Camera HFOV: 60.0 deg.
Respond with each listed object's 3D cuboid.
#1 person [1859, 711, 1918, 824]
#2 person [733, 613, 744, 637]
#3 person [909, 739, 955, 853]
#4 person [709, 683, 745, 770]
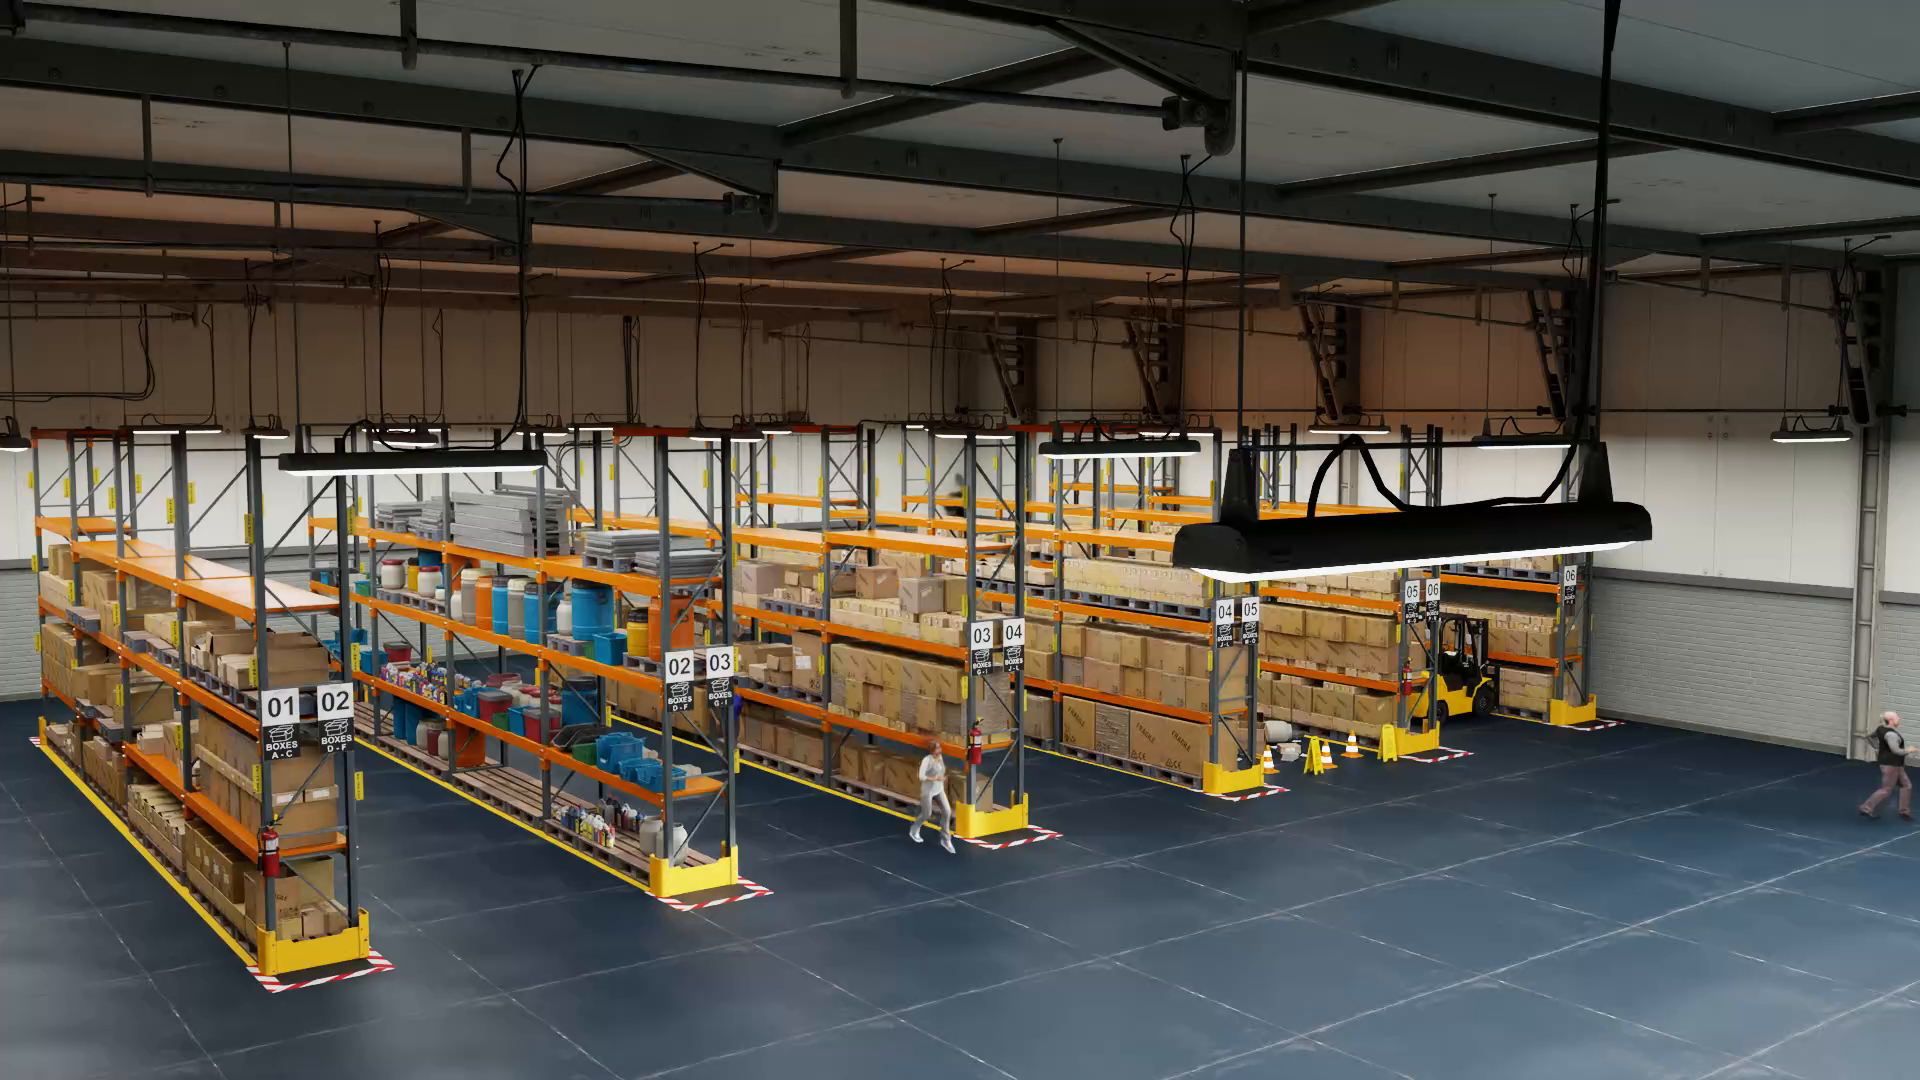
[{"bbox_3d":[14.254,3.491,25.477,0.822,1.757,0.661,2,5,19],"label":"person"},{"bbox_3d":[-5.249,2.447,37.966,0.651,1.839,0.835,-3,6,-37],"label":"person"},{"bbox_3d":[-0.427,3.660,23.959,0.801,1.620,0.562,4,6,45],"label":"person"},{"bbox_3d":[-3.961,3.260,28.712,0.712,1.700,0.541,4,6,42],"label":"person"}]
